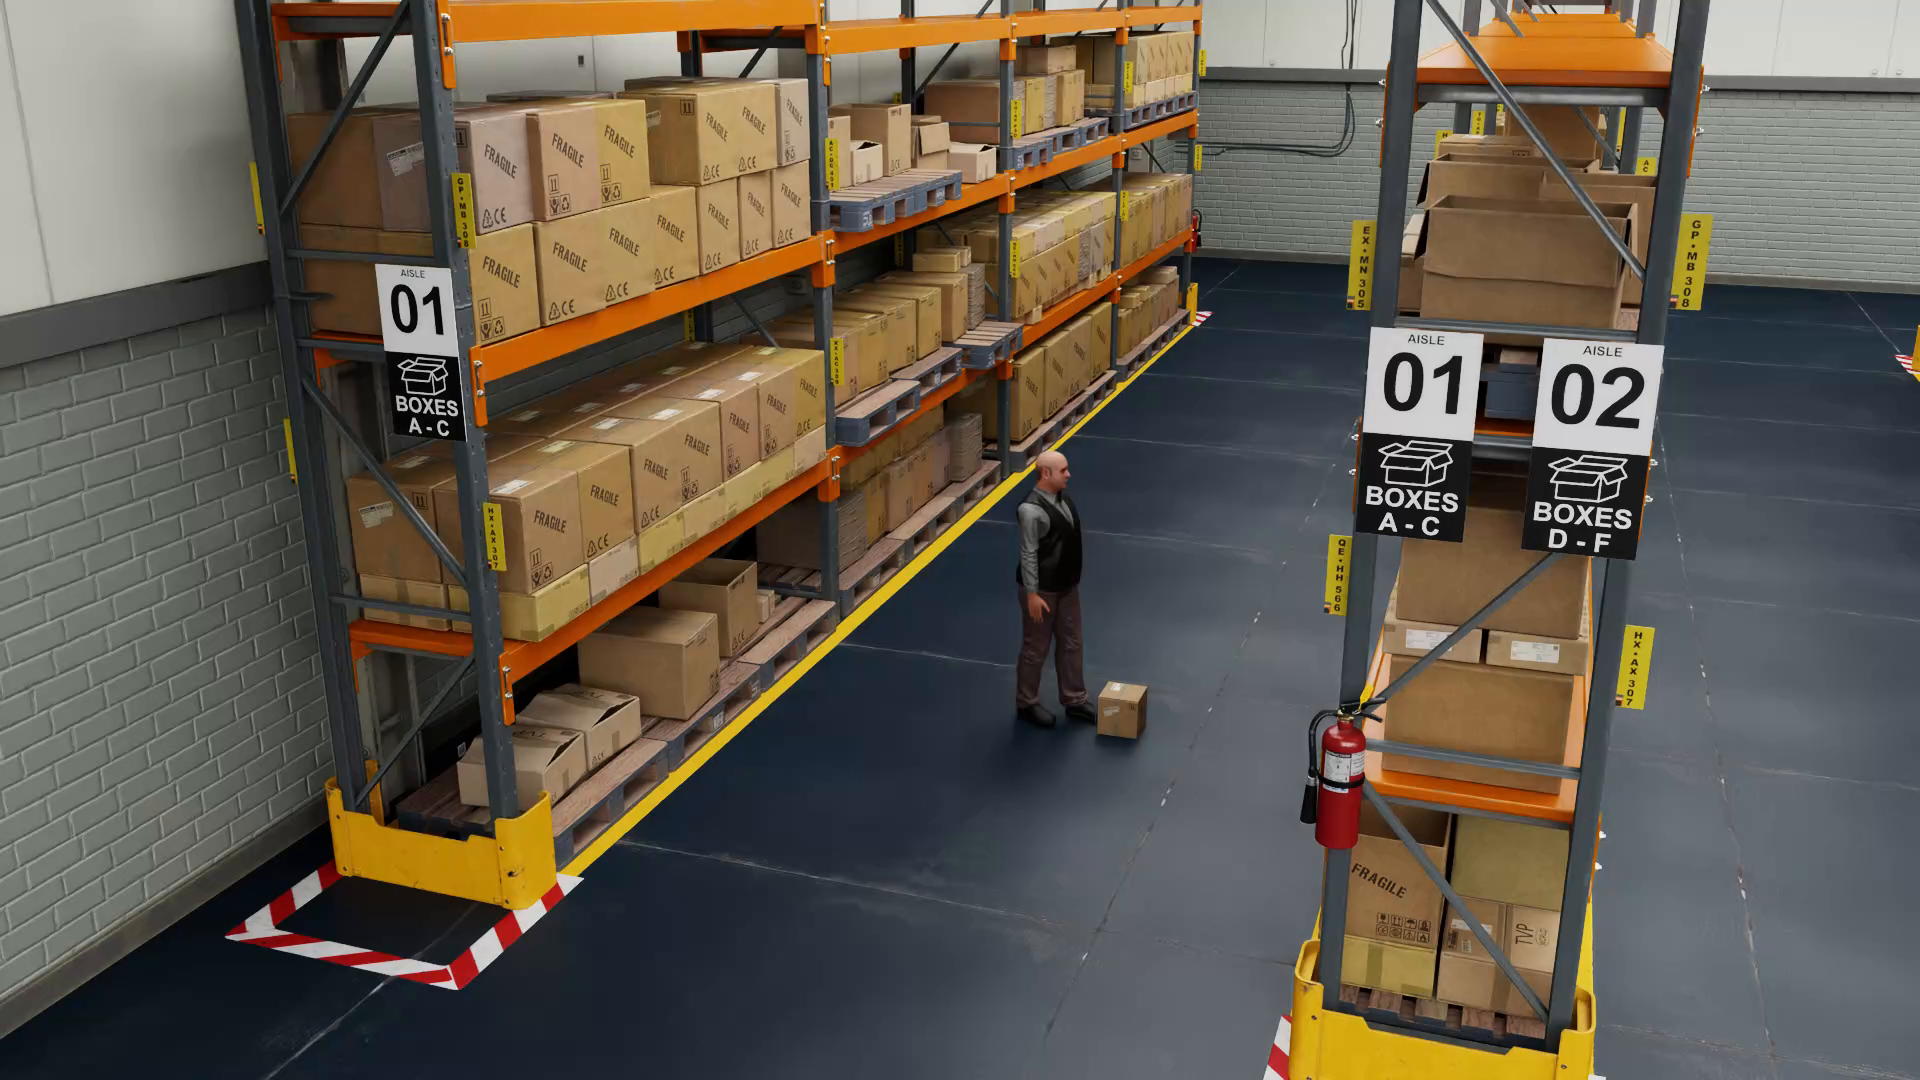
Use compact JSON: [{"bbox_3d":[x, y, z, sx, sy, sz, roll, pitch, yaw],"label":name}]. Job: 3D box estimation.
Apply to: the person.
[{"bbox_3d":[0.612,0.313,10.139,0.577,1.727,0.578,11,22,30],"label":"person"}]
